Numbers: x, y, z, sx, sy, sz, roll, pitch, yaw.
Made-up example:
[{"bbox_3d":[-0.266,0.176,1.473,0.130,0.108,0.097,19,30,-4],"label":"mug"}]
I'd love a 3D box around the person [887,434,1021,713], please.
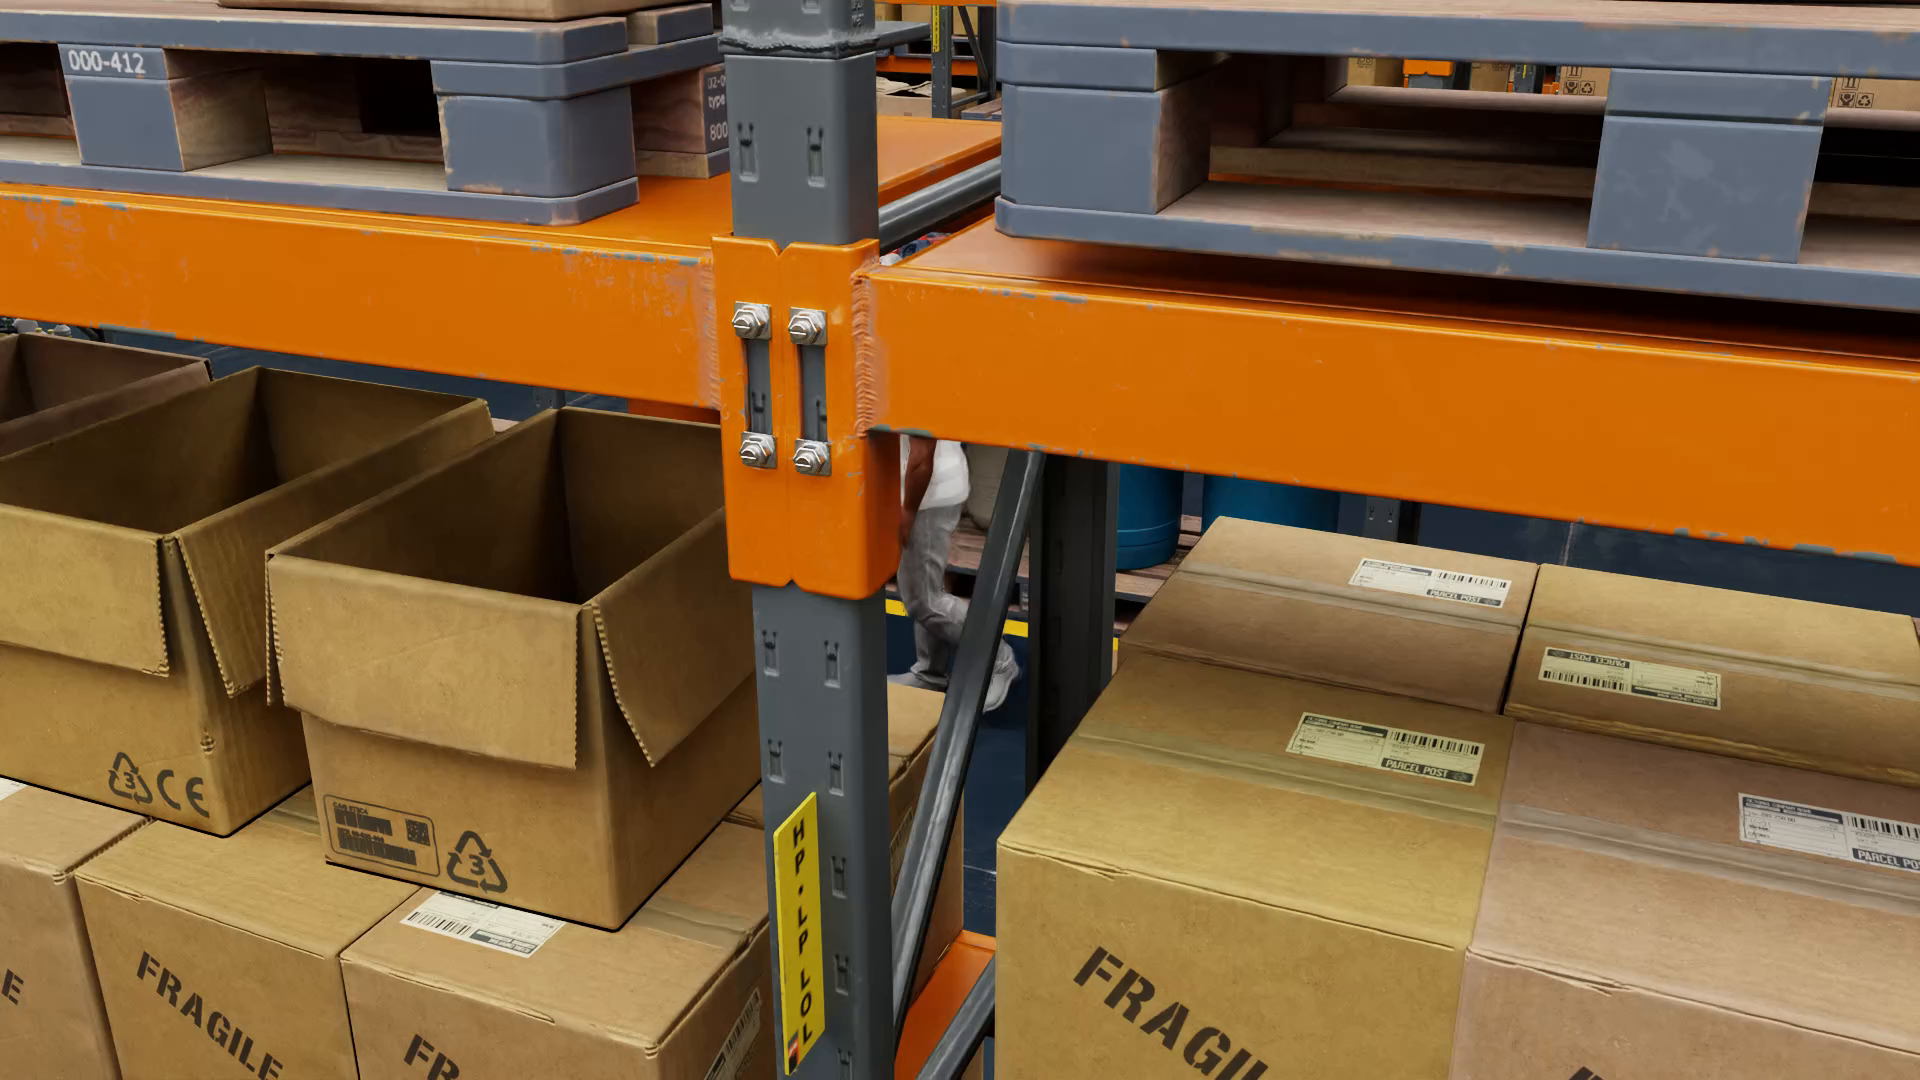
[{"bbox_3d":[-0.057,-0.172,6.477,0.607,1.764,0.589,1,22,2],"label":"person"}]
